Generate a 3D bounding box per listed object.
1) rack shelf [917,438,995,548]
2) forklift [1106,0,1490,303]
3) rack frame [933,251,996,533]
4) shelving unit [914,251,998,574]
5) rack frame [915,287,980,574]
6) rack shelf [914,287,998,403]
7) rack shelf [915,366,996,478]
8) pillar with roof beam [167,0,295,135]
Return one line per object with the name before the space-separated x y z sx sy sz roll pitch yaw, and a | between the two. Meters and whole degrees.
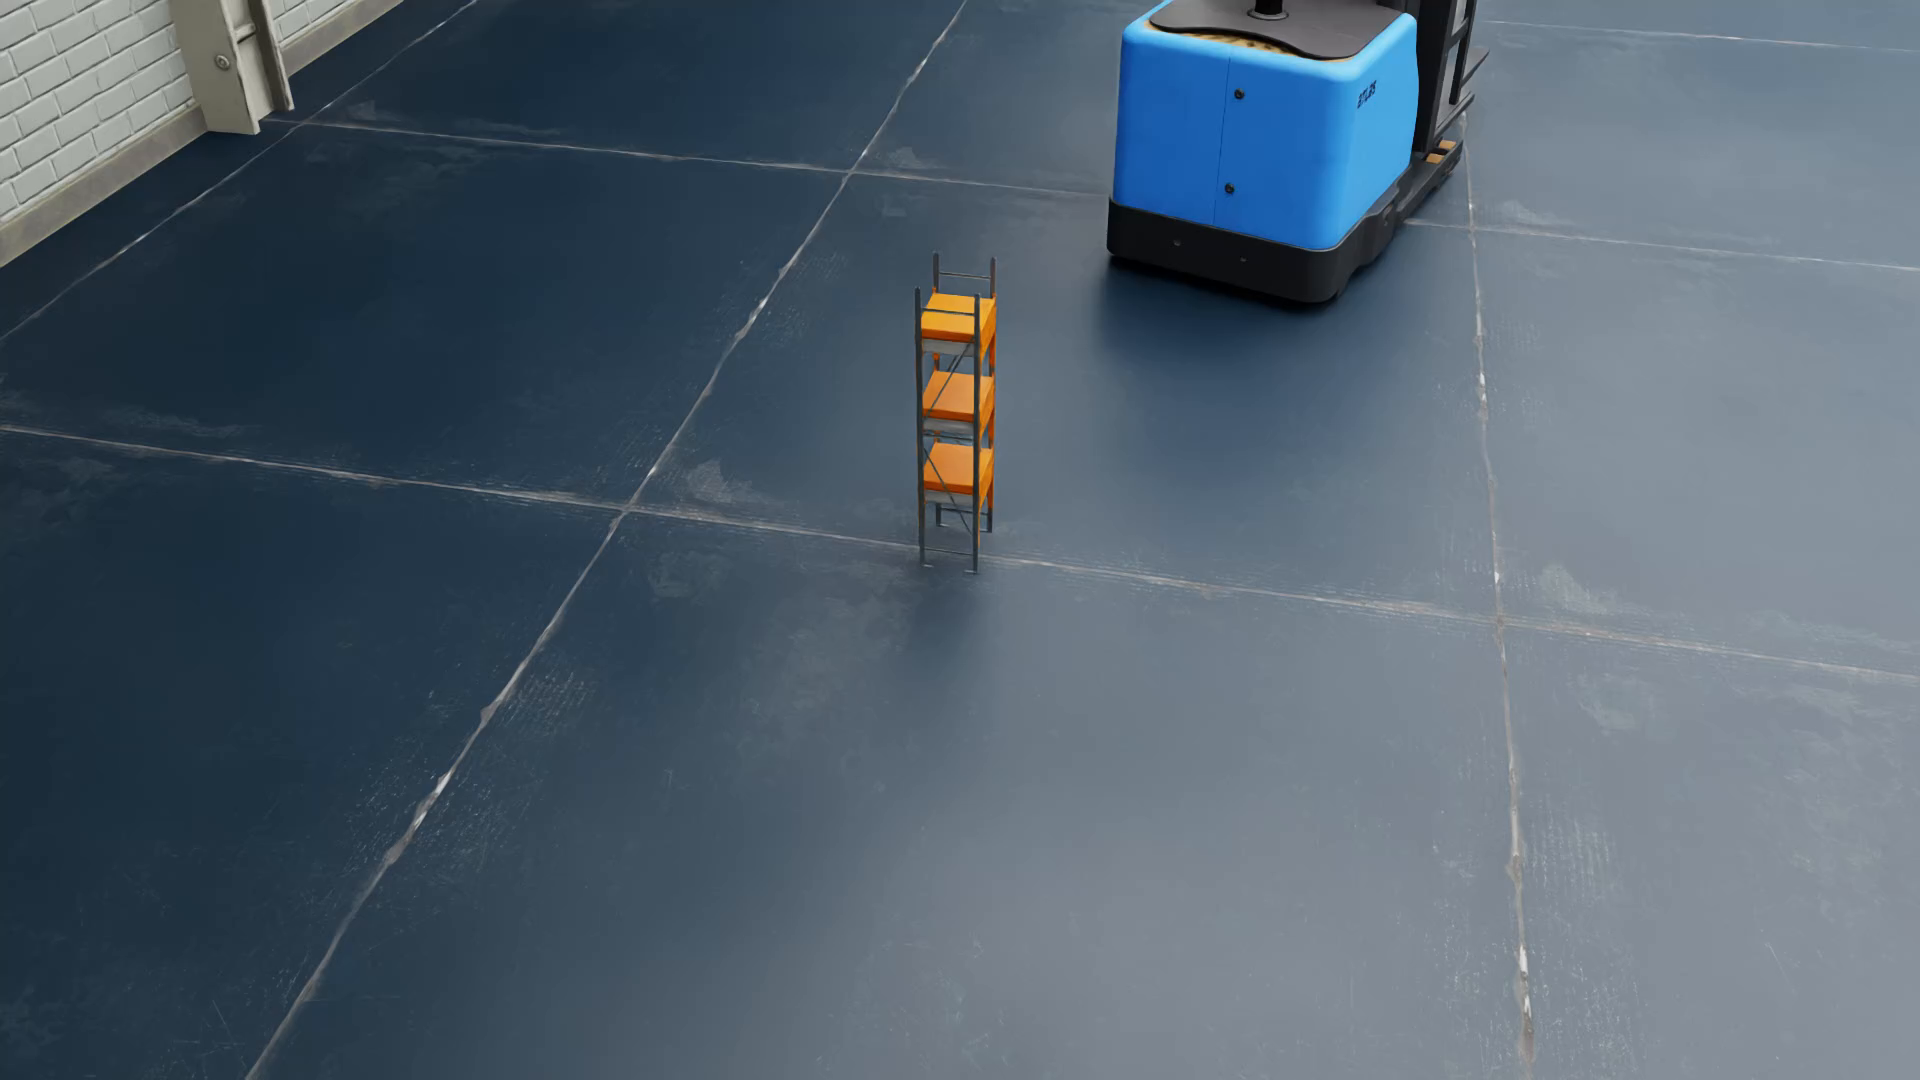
rack shelf | -0.011 -0.161 5.569 0.215 0.259 0.240 7 37 10
forklift | 1.833 -3.026 7.427 1.130 2.935 3.031 19 40 24
rack frame | 0.015 -0.464 5.496 0.200 1.050 0.008 7 37 10
shelving unit | -0.011 -0.394 5.400 0.215 1.050 0.252 7 37 10
rack frame | -0.038 -0.324 5.303 0.200 1.050 0.008 7 37 10
rack shelf | -0.011 -0.616 5.239 0.215 0.259 0.240 7 37 10
rack shelf | -0.011 -0.386 5.406 0.215 0.259 0.240 7 37 10
pillar with roof beam | 0.425 -5.347 5.460 9.100 9.000 0.400 7 37 10
